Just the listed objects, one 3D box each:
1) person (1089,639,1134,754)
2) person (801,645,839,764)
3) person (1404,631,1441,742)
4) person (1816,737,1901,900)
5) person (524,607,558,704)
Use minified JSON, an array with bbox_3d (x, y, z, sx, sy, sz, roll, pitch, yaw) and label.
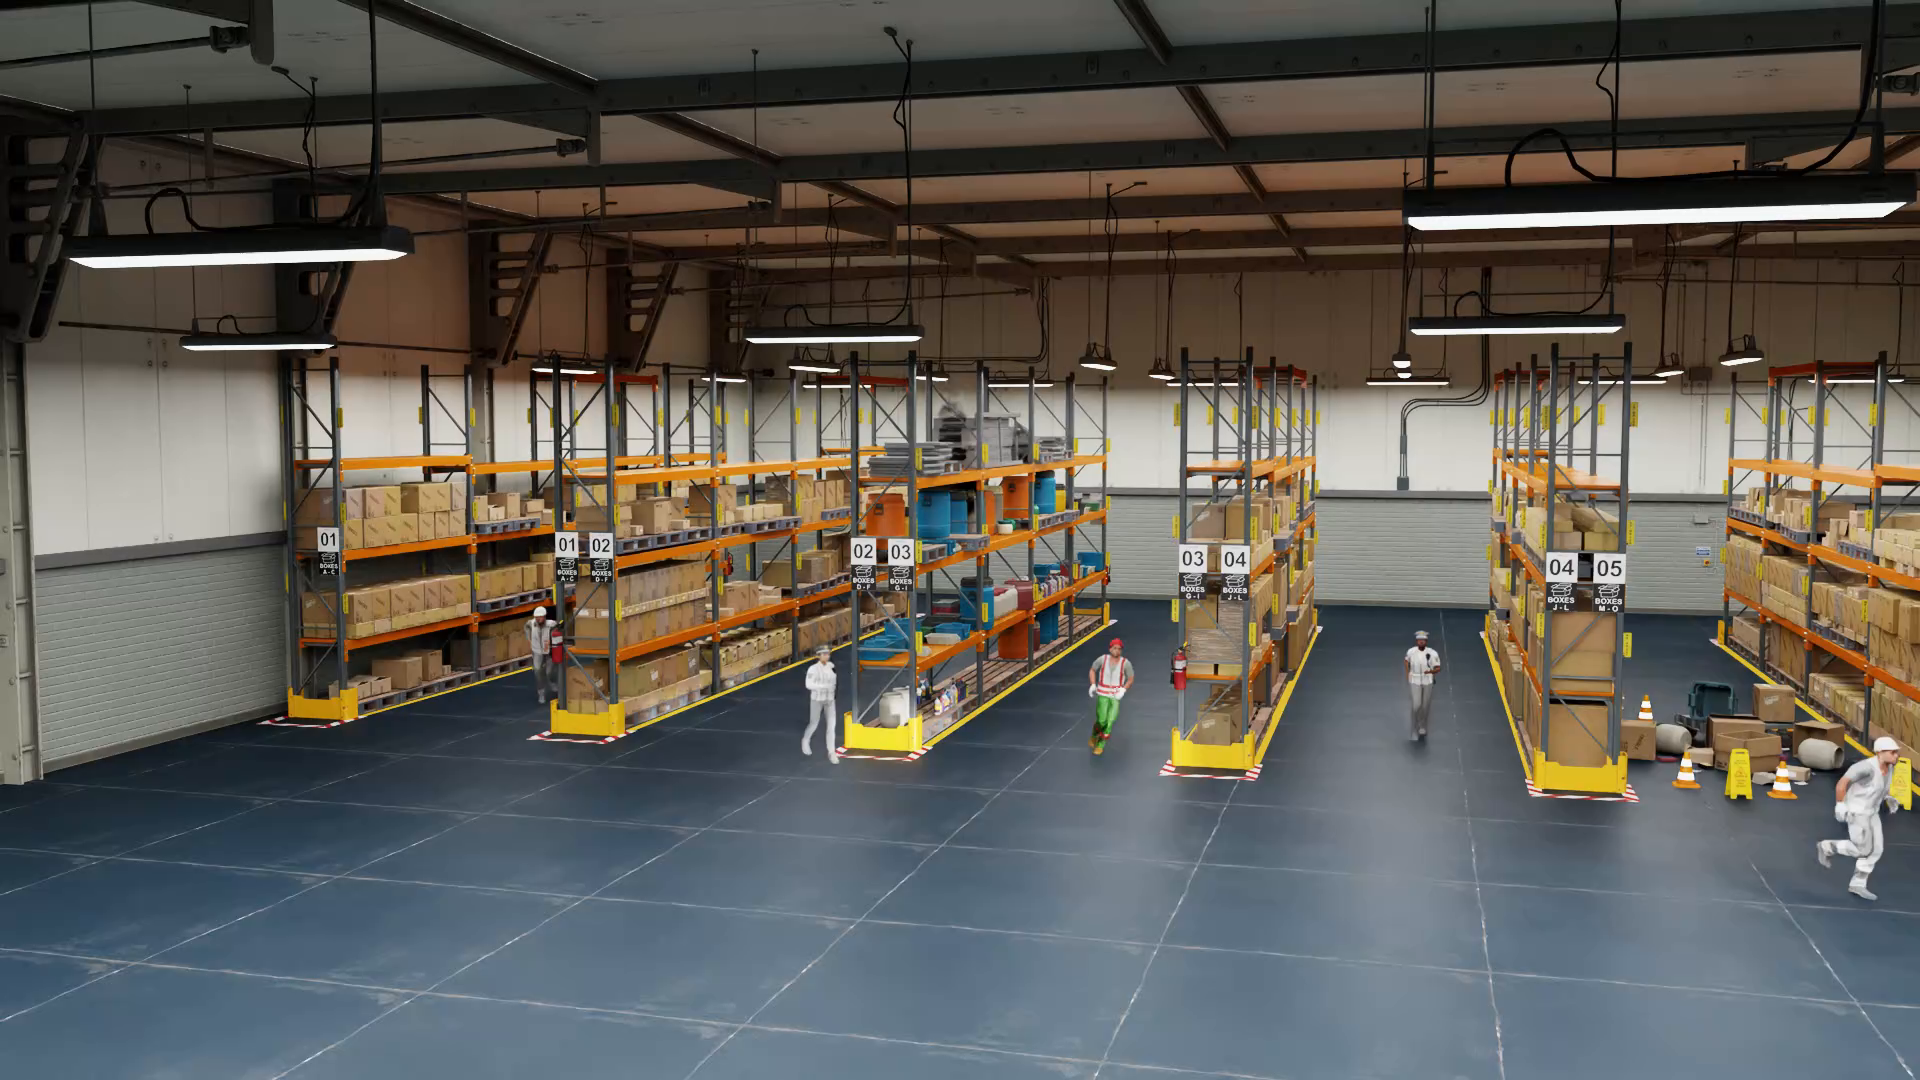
[{"bbox_3d":[2.256,2.330,24.741,0.659,1.724,0.575,0,4,1],"label":"person"},{"bbox_3d":[-2.011,2.355,24.207,0.608,1.688,0.924,-3,5,-32],"label":"person"},{"bbox_3d":[7.187,2.272,25.847,0.552,1.740,0.718,1,4,15],"label":"person"},{"bbox_3d":[9.469,2.883,17.511,0.655,1.716,0.835,-3,5,-35],"label":"person"},{"bbox_3d":[-7.376,2.007,29.574,0.697,1.732,1.050,0,4,2],"label":"person"}]
